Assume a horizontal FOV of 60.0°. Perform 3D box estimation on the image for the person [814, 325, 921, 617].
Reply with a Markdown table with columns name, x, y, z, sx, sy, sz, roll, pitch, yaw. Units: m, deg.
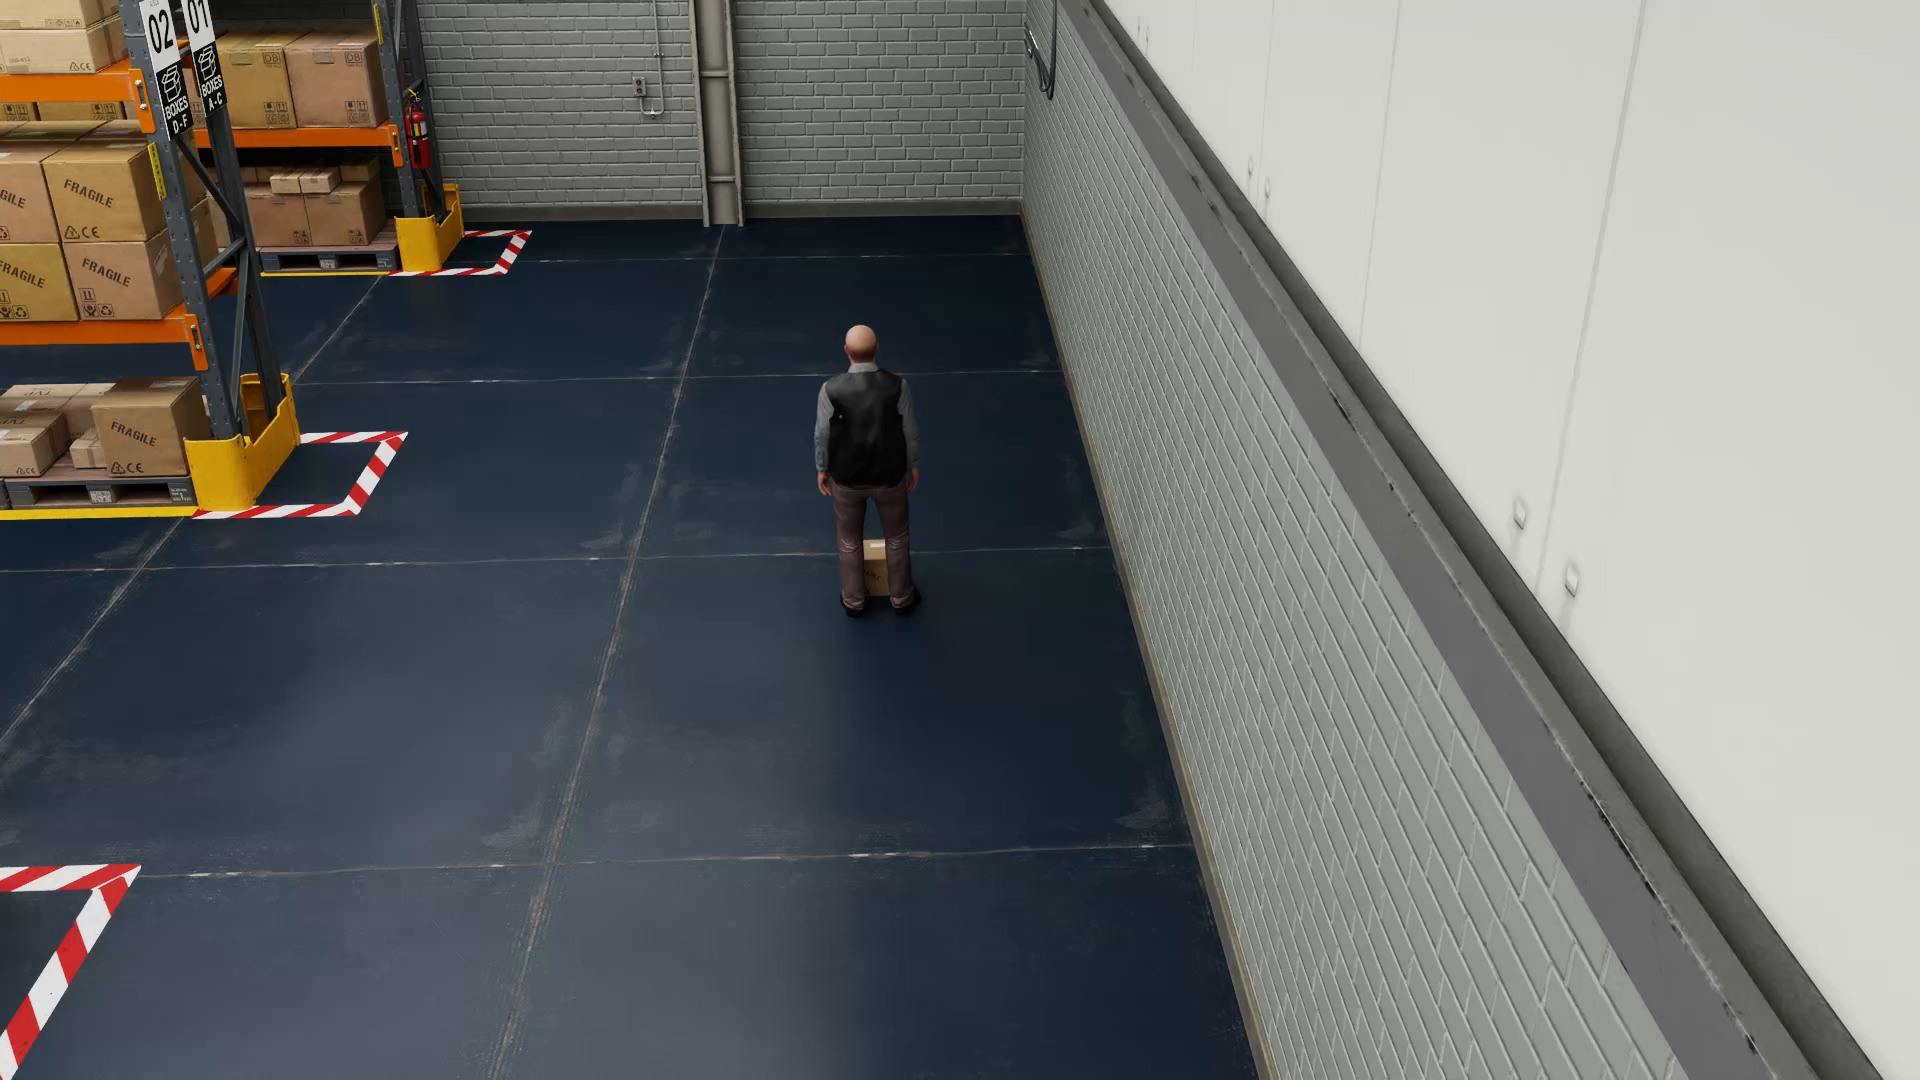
| name | x | y | z | sx | sy | sz | roll | pitch | yaw |
| --- | --- | --- | --- | --- | --- | --- | --- | --- | --- |
| person | -0.514 | -0.313 | 9.359 | 0.588 | 1.619 | 0.411 | -2 | 27 | -3 |
